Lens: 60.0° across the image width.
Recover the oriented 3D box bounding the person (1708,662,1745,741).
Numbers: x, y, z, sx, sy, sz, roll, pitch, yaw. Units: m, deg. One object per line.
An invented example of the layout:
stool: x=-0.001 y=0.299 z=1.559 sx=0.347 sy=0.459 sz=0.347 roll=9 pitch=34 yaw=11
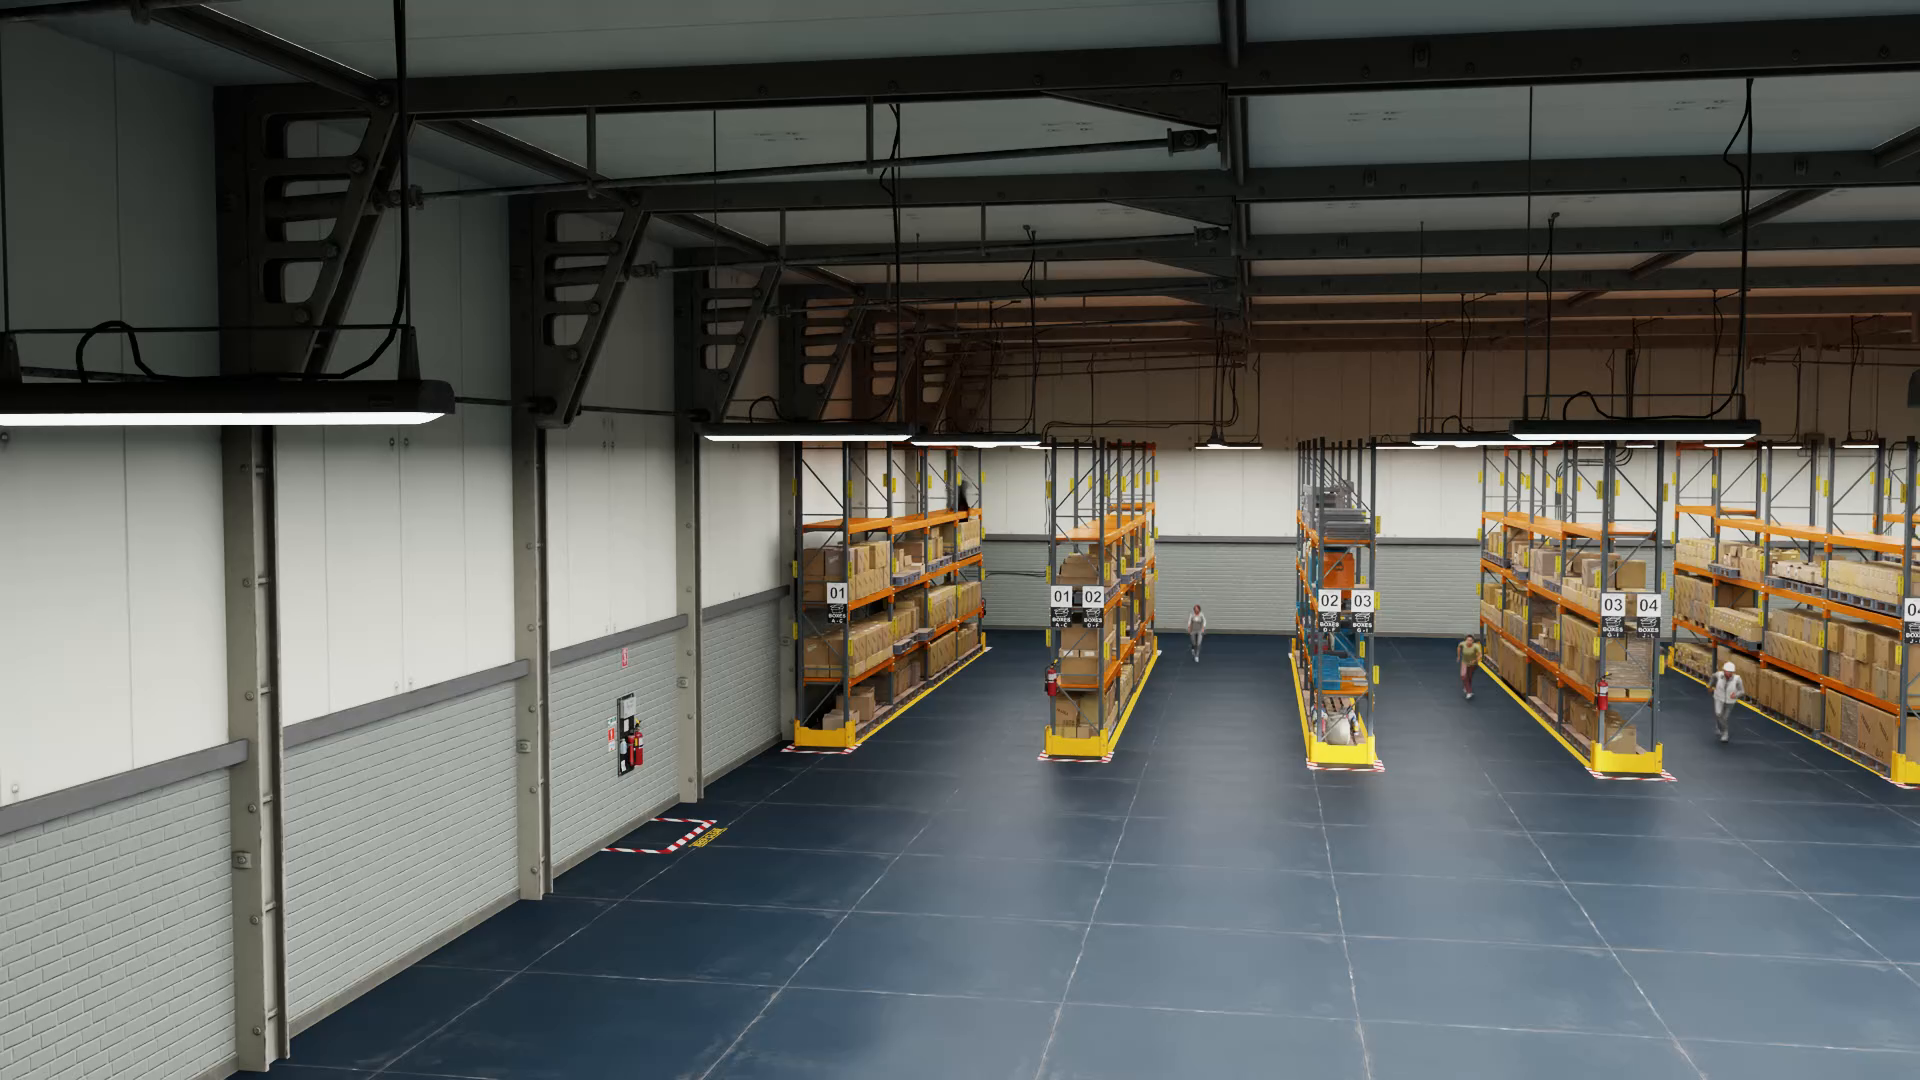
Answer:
person: x=15.167 y=3.153 z=32.921 sx=0.636 sy=1.573 sz=1.120 roll=1 pitch=3 yaw=20

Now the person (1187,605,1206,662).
person: x=6.503 y=2.541 z=45.694 sx=0.520 sy=1.559 sz=0.635 roll=0 pitch=3 yaw=4

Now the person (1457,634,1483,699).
person: x=11.951 y=2.913 z=38.972 sx=0.578 sy=1.516 sz=1.040 roll=1 pitch=3 yaw=20

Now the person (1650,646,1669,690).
person: x=16.161 y=2.972 z=38.612 sx=0.560 sy=1.430 sz=0.791 roll=1 pitch=3 yaw=19
